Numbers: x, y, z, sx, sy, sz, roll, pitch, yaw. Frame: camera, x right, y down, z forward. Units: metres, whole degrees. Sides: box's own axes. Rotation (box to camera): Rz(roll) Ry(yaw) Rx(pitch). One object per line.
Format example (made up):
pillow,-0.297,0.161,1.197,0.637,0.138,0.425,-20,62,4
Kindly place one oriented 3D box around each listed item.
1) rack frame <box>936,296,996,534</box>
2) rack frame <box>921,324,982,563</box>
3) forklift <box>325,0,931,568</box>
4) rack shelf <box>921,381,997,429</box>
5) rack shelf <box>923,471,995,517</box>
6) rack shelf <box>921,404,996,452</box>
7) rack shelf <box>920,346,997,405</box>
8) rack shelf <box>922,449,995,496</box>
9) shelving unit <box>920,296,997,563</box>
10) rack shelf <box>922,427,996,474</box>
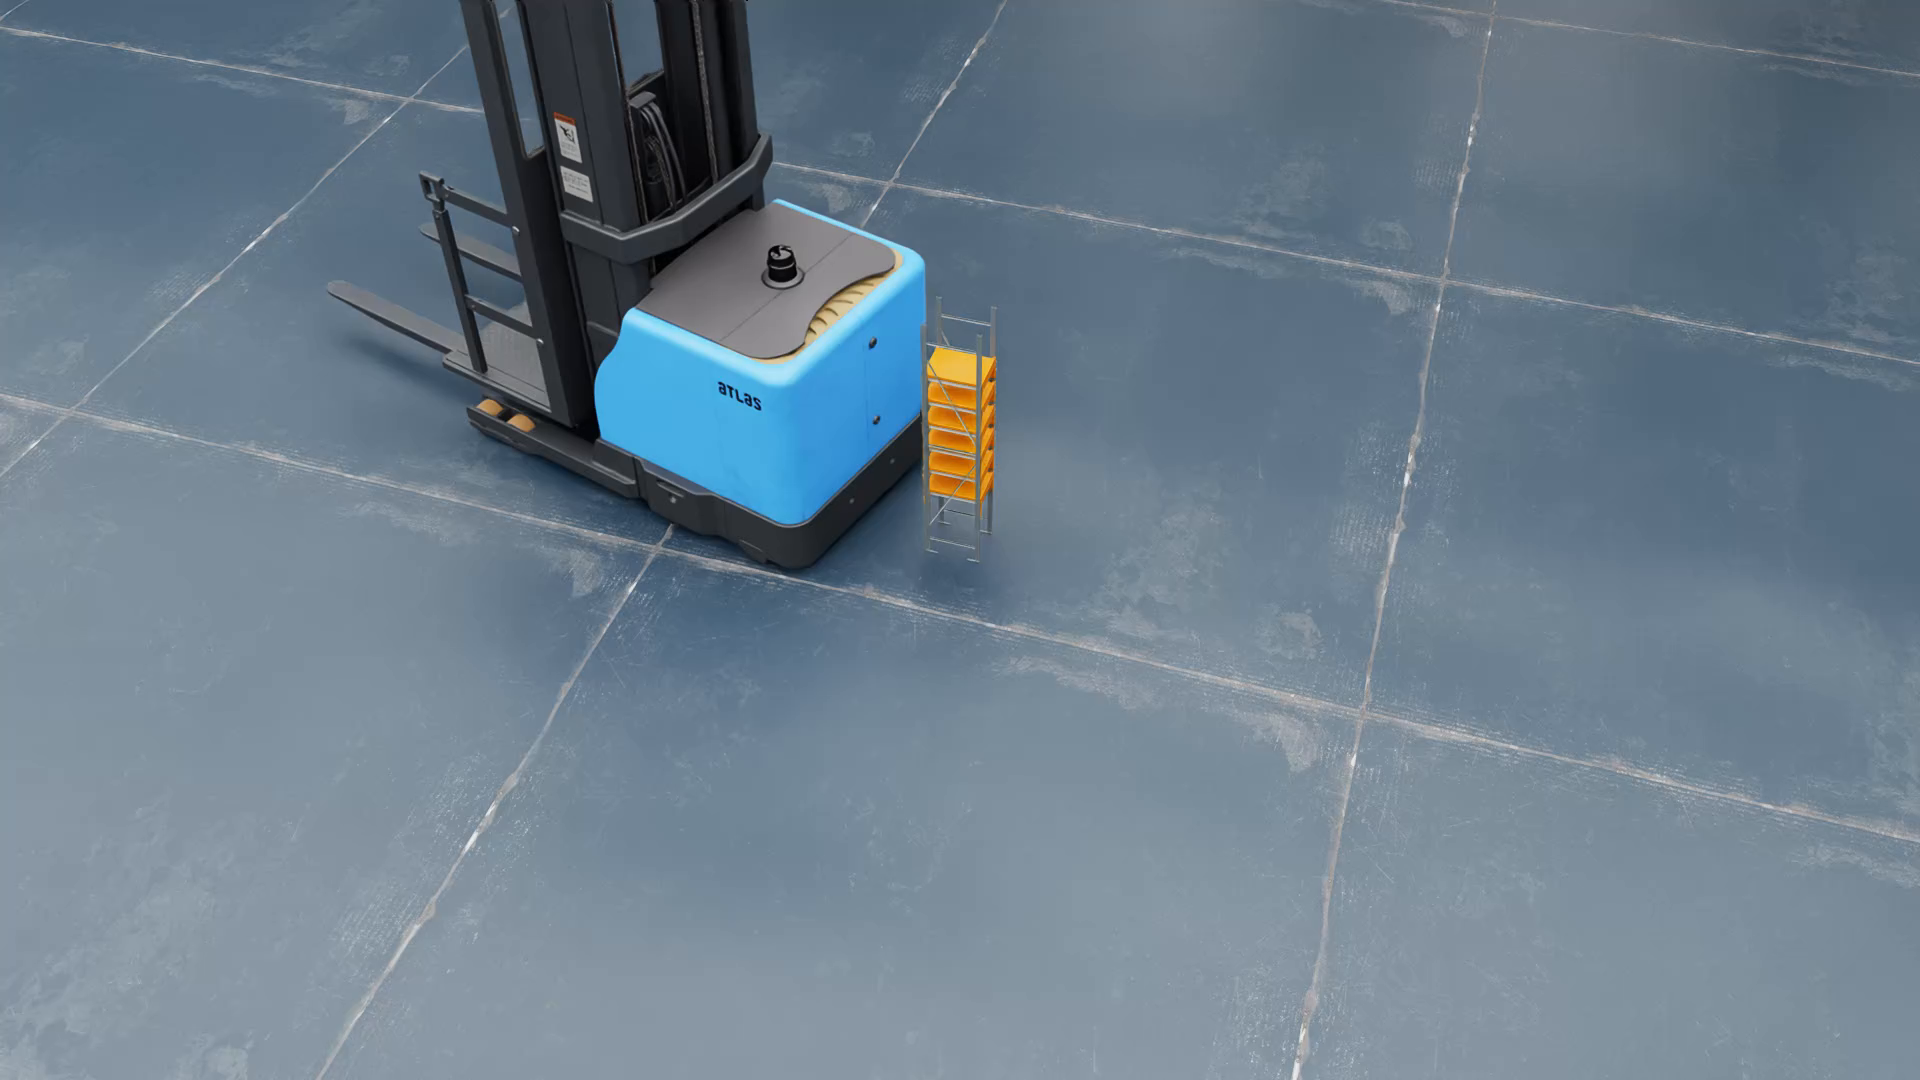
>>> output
rack frame,0.023,-0.480,6.782,0.240,1.200,0.006,13,46,12
rack frame,-0.032,-0.358,6.657,0.240,1.200,0.006,13,46,12
forklift,-1.642,-1.736,6.827,3.031,2.935,1.130,25,49,23
rack shelf,-0.004,-0.559,6.583,0.258,0.103,0.180,13,46,12
rack shelf,-0.004,-0.216,6.918,0.258,0.103,0.180,13,46,12
rack shelf,-0.004,-0.473,6.667,0.258,0.103,0.180,13,46,12
rack shelf,-0.004,-0.645,6.499,0.258,0.103,0.180,13,46,12
rack shelf,-0.004,-0.302,6.834,0.258,0.103,0.180,13,46,12
shelving unit,-0.004,-0.419,6.719,0.258,1.200,0.189,13,46,12
rack shelf,-0.004,-0.387,6.751,0.258,0.103,0.180,13,46,12
